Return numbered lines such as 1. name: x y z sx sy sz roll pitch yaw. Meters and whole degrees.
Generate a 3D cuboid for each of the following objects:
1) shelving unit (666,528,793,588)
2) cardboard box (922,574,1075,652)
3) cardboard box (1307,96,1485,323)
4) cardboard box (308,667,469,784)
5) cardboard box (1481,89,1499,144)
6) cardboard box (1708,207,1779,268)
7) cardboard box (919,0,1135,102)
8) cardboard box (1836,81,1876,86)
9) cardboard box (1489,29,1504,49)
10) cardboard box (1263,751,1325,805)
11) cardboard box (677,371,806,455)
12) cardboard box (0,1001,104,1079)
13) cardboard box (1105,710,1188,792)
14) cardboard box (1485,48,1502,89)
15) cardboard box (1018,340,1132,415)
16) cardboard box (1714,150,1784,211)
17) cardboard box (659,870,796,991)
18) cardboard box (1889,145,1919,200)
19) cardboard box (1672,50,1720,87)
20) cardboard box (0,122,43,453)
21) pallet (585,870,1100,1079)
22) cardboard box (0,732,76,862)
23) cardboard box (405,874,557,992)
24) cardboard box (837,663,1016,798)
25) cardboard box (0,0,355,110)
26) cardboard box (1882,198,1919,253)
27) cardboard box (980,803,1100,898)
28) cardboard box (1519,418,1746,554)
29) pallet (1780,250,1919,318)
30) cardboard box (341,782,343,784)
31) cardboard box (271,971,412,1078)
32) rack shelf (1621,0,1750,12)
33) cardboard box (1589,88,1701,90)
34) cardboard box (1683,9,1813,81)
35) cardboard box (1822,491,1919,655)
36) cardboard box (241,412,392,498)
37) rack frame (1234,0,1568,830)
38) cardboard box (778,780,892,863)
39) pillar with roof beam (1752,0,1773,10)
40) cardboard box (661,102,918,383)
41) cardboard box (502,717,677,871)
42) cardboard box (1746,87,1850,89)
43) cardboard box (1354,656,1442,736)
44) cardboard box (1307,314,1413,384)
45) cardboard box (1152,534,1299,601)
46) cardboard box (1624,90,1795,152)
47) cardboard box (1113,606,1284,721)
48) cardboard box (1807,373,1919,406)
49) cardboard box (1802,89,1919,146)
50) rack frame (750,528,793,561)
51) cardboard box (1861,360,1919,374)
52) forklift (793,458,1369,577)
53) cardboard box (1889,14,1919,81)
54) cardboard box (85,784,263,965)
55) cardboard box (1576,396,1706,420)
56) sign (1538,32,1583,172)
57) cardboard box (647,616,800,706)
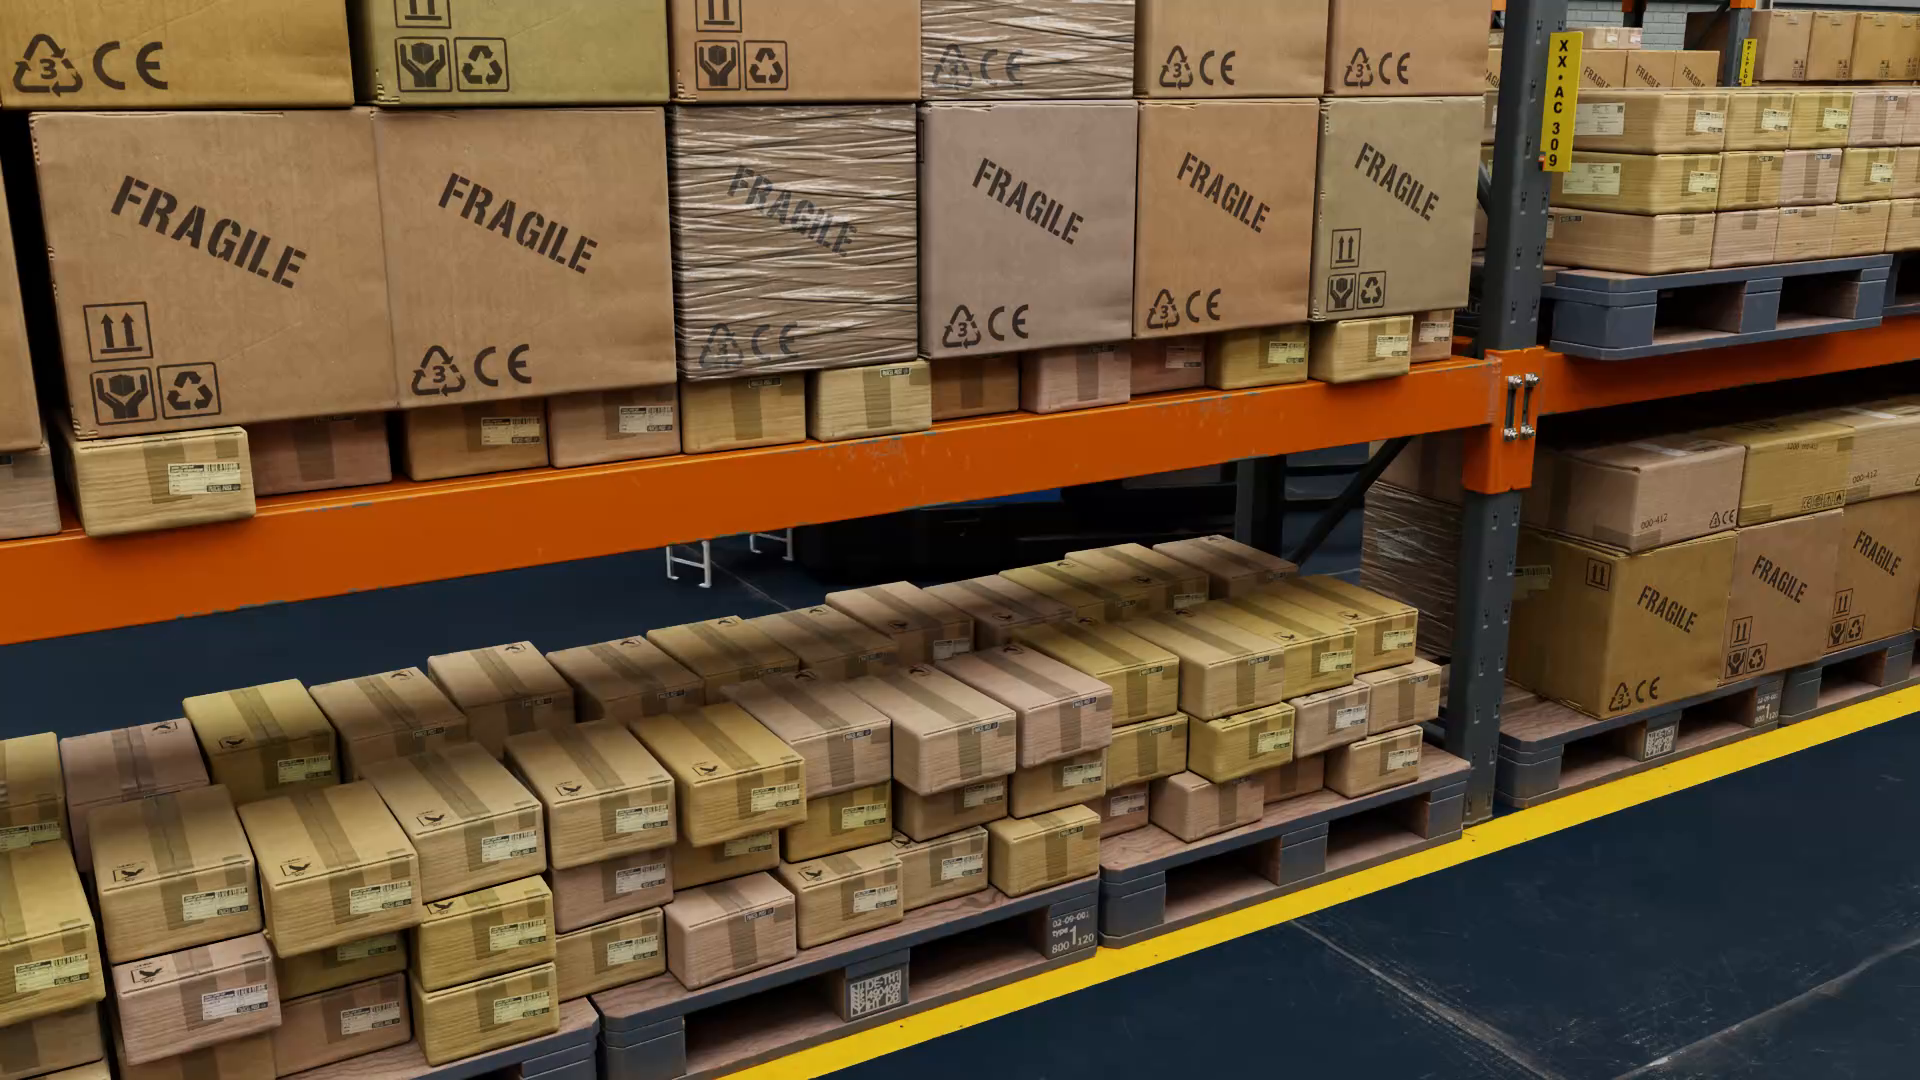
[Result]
1. shelving unit: -0.959 -0.458 6.821 0.258 1.200 0.503 12 19 36
2. cardboard box: 0.098 0.226 4.448 0.250 0.149 0.380 -10 18 -31
3. cardboard box: 0.901 -0.829 4.075 0.500 0.500 0.500 -9 18 -30
4. cardboard box: -1.279 0.429 3.724 0.250 0.149 0.380 -10 19 -32
5. cardboard box: 1.413 -1.239 4.859 0.250 0.149 0.380 -8 18 -27
6. cardboard box: 1.979 -0.840 4.537 0.250 0.149 0.380 -9 18 -29
7. cardboard box: 0.020 -1.175 3.454 0.500 0.500 0.500 -9 18 -28
8. cardboard box: 6.768 -3.344 13.045 0.500 0.500 0.500 -9 18 -30
9. cardboard box: 3.928 -3.561 11.841 0.250 0.149 0.380 -8 18 -27
10. cardboard box: 0.743 0.550 4.394 0.250 0.149 0.380 -9 18 -28
11. cardboard box: -0.501 -0.291 3.358 0.250 0.149 0.380 -8 18 -28
12. cardboard box: -1.678 0.799 2.954 0.250 0.149 0.380 -8 18 -27
13. cardboard box: 0.352 0.468 4.136 0.250 0.149 0.380 -9 18 -29
14. cardboard box: 3.362 -3.010 11.075 0.500 0.500 0.500 -9 18 -29
15. cardboard box: 0.170 -0.397 3.733 0.250 0.149 0.380 -10 19 -32
16. cardboard box: 1.966 -0.980 4.484 0.250 0.149 0.380 -10 18 -31
17. cardboard box: -0.550 0.784 3.561 0.250 0.149 0.380 -10 19 -32
18. cardboard box: 2.639 -1.090 4.878 0.250 0.149 0.380 -8 18 -27
19. cardboard box: 5.114 -3.290 12.075 0.500 0.500 0.500 -10 18 -31
20. cardboard box: -1.732 -0.404 2.559 0.500 0.500 0.500 -8 18 -27
21. pallet: -0.435 0.844 4.007 1.213 0.211 1.003 -9 18 -30
22. cardboard box: -1.936 0.537 3.337 0.250 0.149 0.380 -9 18 -29
23. cardboard box: -0.974 0.709 3.275 0.250 0.149 0.380 -9 18 -28
24. cardboard box: -0.081 0.421 3.751 0.250 0.149 0.380 -10 18 -32
25. cardboard box: -1.308 -0.960 2.688 0.500 0.500 0.500 -9 18 -28
26. cardboard box: 2.629 -0.944 4.908 0.250 0.149 0.380 -10 19 -32
27. cardboard box: 0.122 0.677 3.941 0.250 0.149 0.380 -9 18 -30
28. cardboard box: 1.939 -0.172 4.929 0.500 0.250 0.500 -10 19 -32
29. pallet: 2.923 -0.950 5.595 1.213 0.211 1.003 -9 18 -30
30. cardboard box: -1.226 0.587 3.711 0.250 0.149 0.380 -9 18 -30
31. cardboard box: -1.253 0.866 3.268 0.250 0.149 0.380 -9 18 -29
32. rack shelf: 3.677 -3.834 11.305 4.000 0.370 1.077 -9 18 -30
33. cardboard box: 2.091 -1.349 5.249 0.250 0.149 0.380 -9 18 -30
34. cardboard box: 5.880 -3.698 12.455 0.500 0.500 0.700 -9 18 -30
35. cardboard box: 2.835 0.040 5.564 0.500 0.500 0.500 -9 18 -29
36. cardboard box: -1.206 -0.201 3.033 0.250 0.149 0.380 -8 18 -27
37. rack frame: 1.170 -0.771 4.601 0.127 3.000 1.000 -9 18 -30
38. cardboard box: -0.347 0.568 3.780 0.250 0.149 0.380 -8 18 -27
39. pillar with roof beam: 12.560 -7.556 17.694 0.400 9.000 9.100 -9 18 -30
40. cardboard box: -0.426 -0.622 3.336 0.500 0.500 0.500 -10 18 -31
41. cardboard box: -0.766 0.514 3.421 0.250 0.149 0.380 -8 18 -28
42. cardboard box: 2.761 -1.458 5.639 0.250 0.149 0.380 -10 18 -30
43. cardboard box: 1.064 0.374 4.471 0.250 0.149 0.380 -9 18 -29
44. cardboard box: 0.881 -0.495 4.083 0.250 0.149 0.380 -10 18 -31
45. cardboard box: 0.768 0.113 4.849 0.250 0.149 0.380 -8 18 -27
46. cardboard box: 1.980 -1.127 4.457 0.250 0.149 0.380 -9 18 -28
47. cardboard box: 0.591 0.304 4.169 0.250 0.149 0.380 -9 18 -30
48. cardboard box: 3.276 -0.391 5.710 0.500 0.250 0.500 -9 18 -28
49. cardboard box: 2.636 -1.232 4.832 0.250 0.149 0.380 -9 18 -30
50. rack frame: -0.812 -0.511 7.008 0.240 1.200 0.015 12 19 36
51. cardboard box: 3.448 -0.576 6.371 0.500 0.250 0.500 -9 18 -30
52. forklift: 0.778 -1.430 7.081 3.031 2.935 1.130 -3 16 -9
53. cardboard box: 7.174 -3.921 13.250 0.500 0.500 0.700 -9 18 -30
54. cardboard box: -1.460 0.609 3.081 0.250 0.149 0.380 -9 18 -29
55. cardboard box: 2.126 -0.361 5.603 0.500 0.250 0.500 -8 18 -27
56. sign: 1.456 -1.063 4.041 0.005 0.325 0.100 -9 18 -30
57. cardboard box: -0.585 0.325 4.096 0.250 0.149 0.380 -9 18 -29
